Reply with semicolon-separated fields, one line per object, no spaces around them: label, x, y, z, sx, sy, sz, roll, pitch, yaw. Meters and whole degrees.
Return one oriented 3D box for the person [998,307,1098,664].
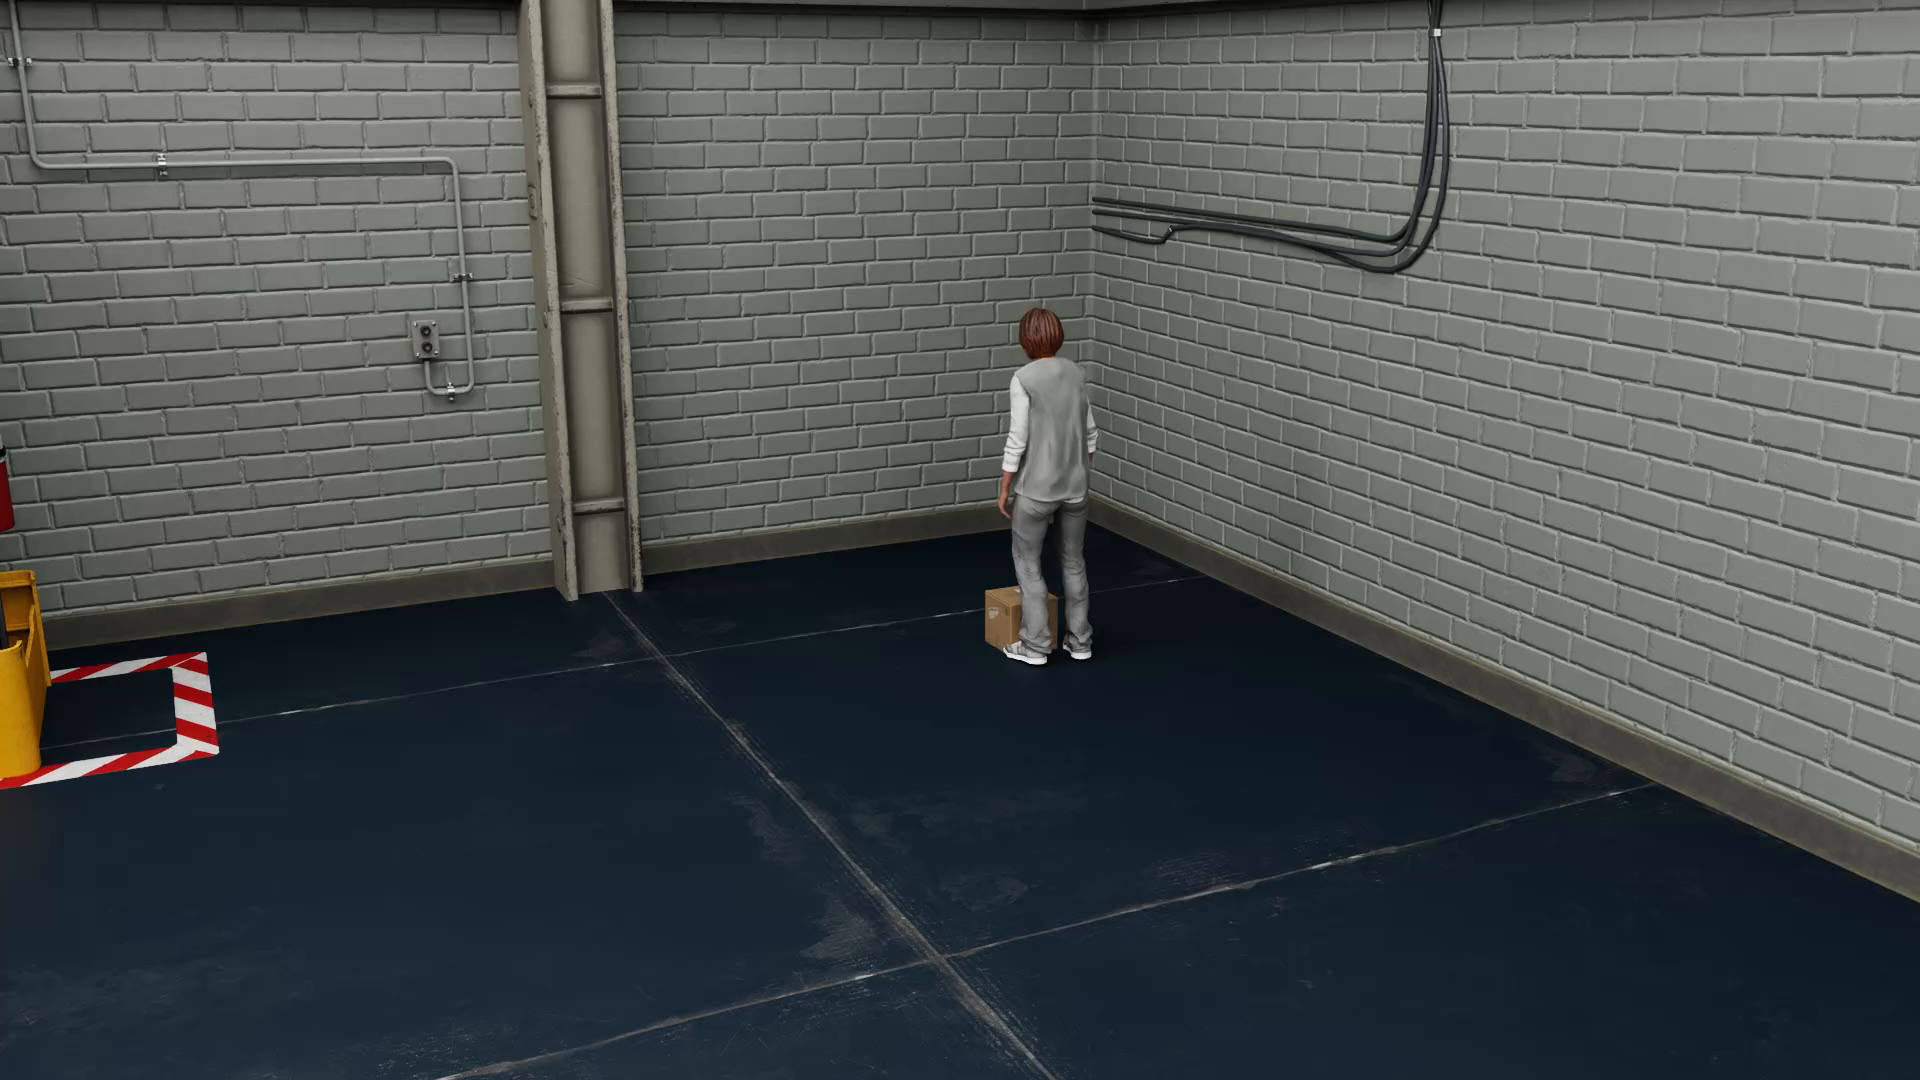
person;0.388;-0.223;7.347;0.484;1.594;0.370;-8;18;-28
